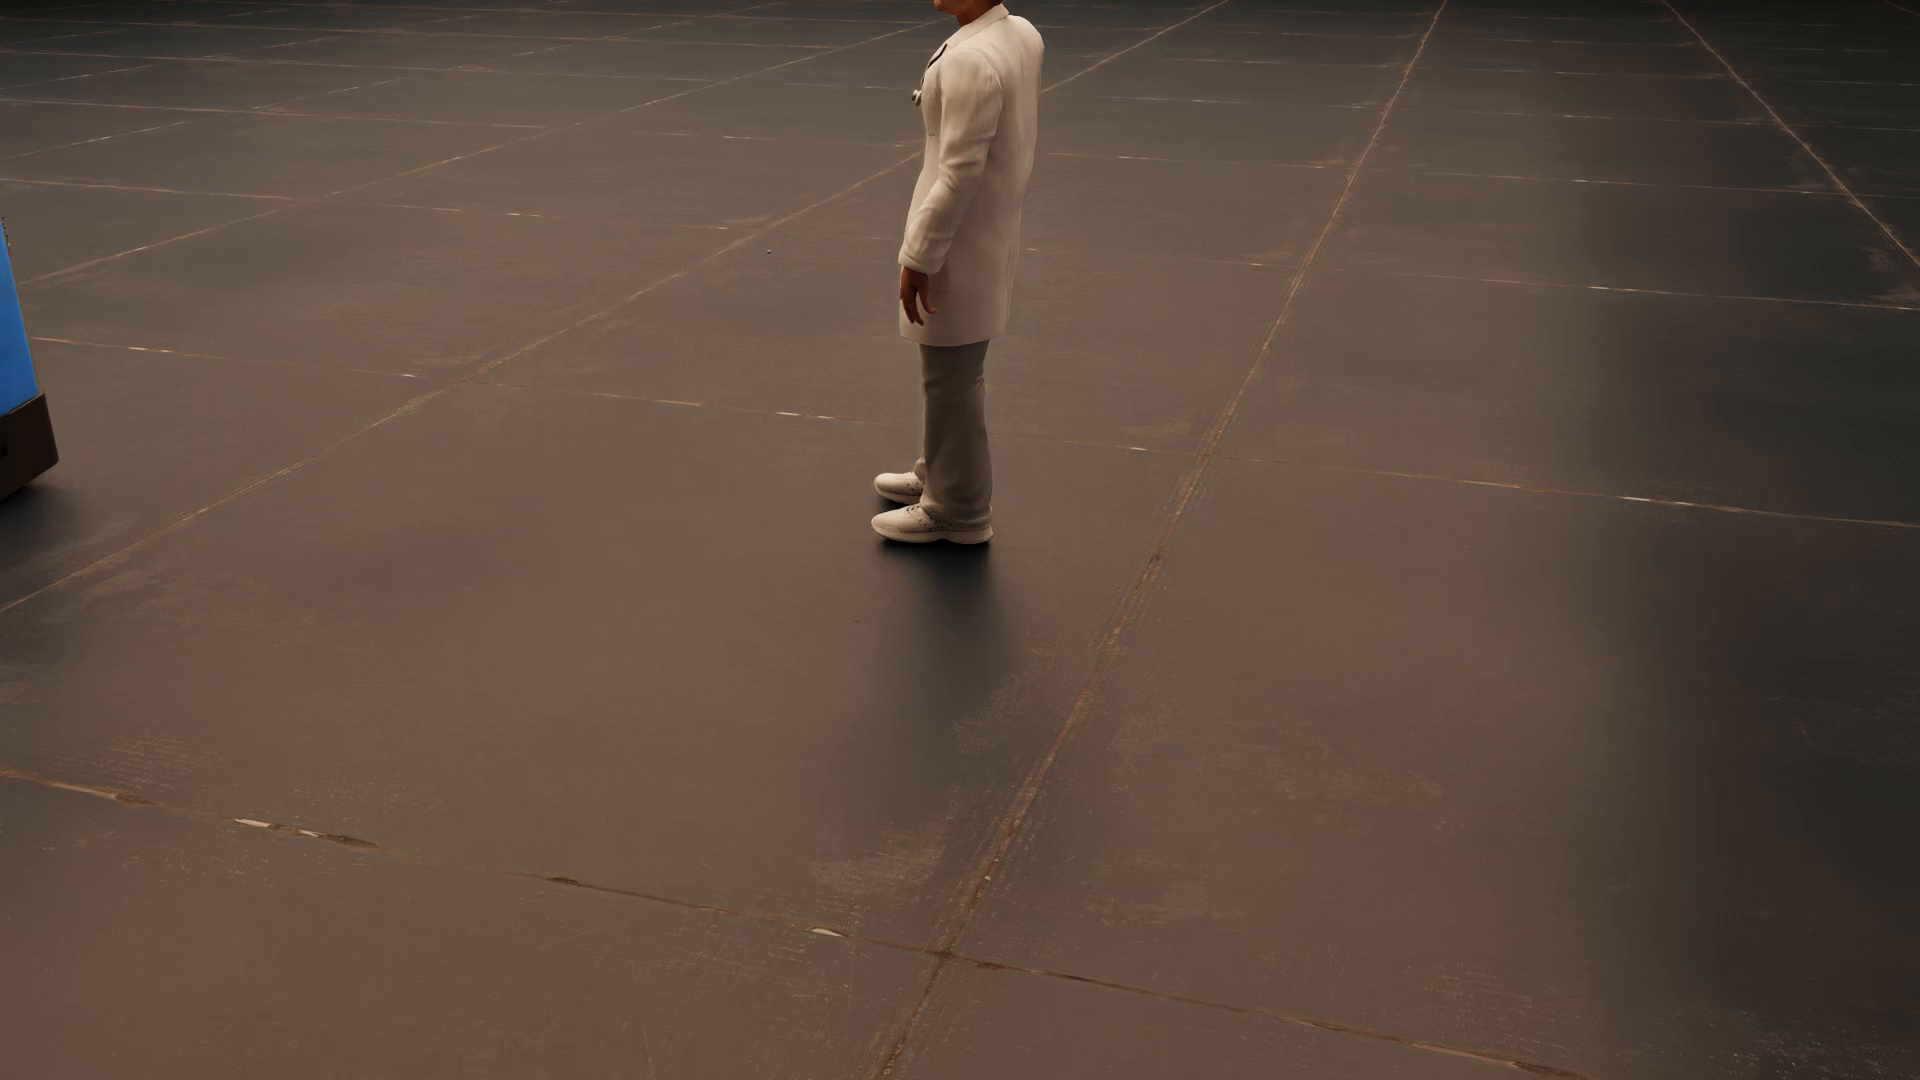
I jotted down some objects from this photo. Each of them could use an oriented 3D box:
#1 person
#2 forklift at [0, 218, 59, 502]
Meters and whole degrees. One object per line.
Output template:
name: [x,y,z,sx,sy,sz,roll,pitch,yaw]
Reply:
person: [-0.086,-0.840,4.807,0.578,1.778,0.698,7,23,16]
forklift: [-4.527,-1.378,4.617,3.031,2.935,1.130,0,22,0]
